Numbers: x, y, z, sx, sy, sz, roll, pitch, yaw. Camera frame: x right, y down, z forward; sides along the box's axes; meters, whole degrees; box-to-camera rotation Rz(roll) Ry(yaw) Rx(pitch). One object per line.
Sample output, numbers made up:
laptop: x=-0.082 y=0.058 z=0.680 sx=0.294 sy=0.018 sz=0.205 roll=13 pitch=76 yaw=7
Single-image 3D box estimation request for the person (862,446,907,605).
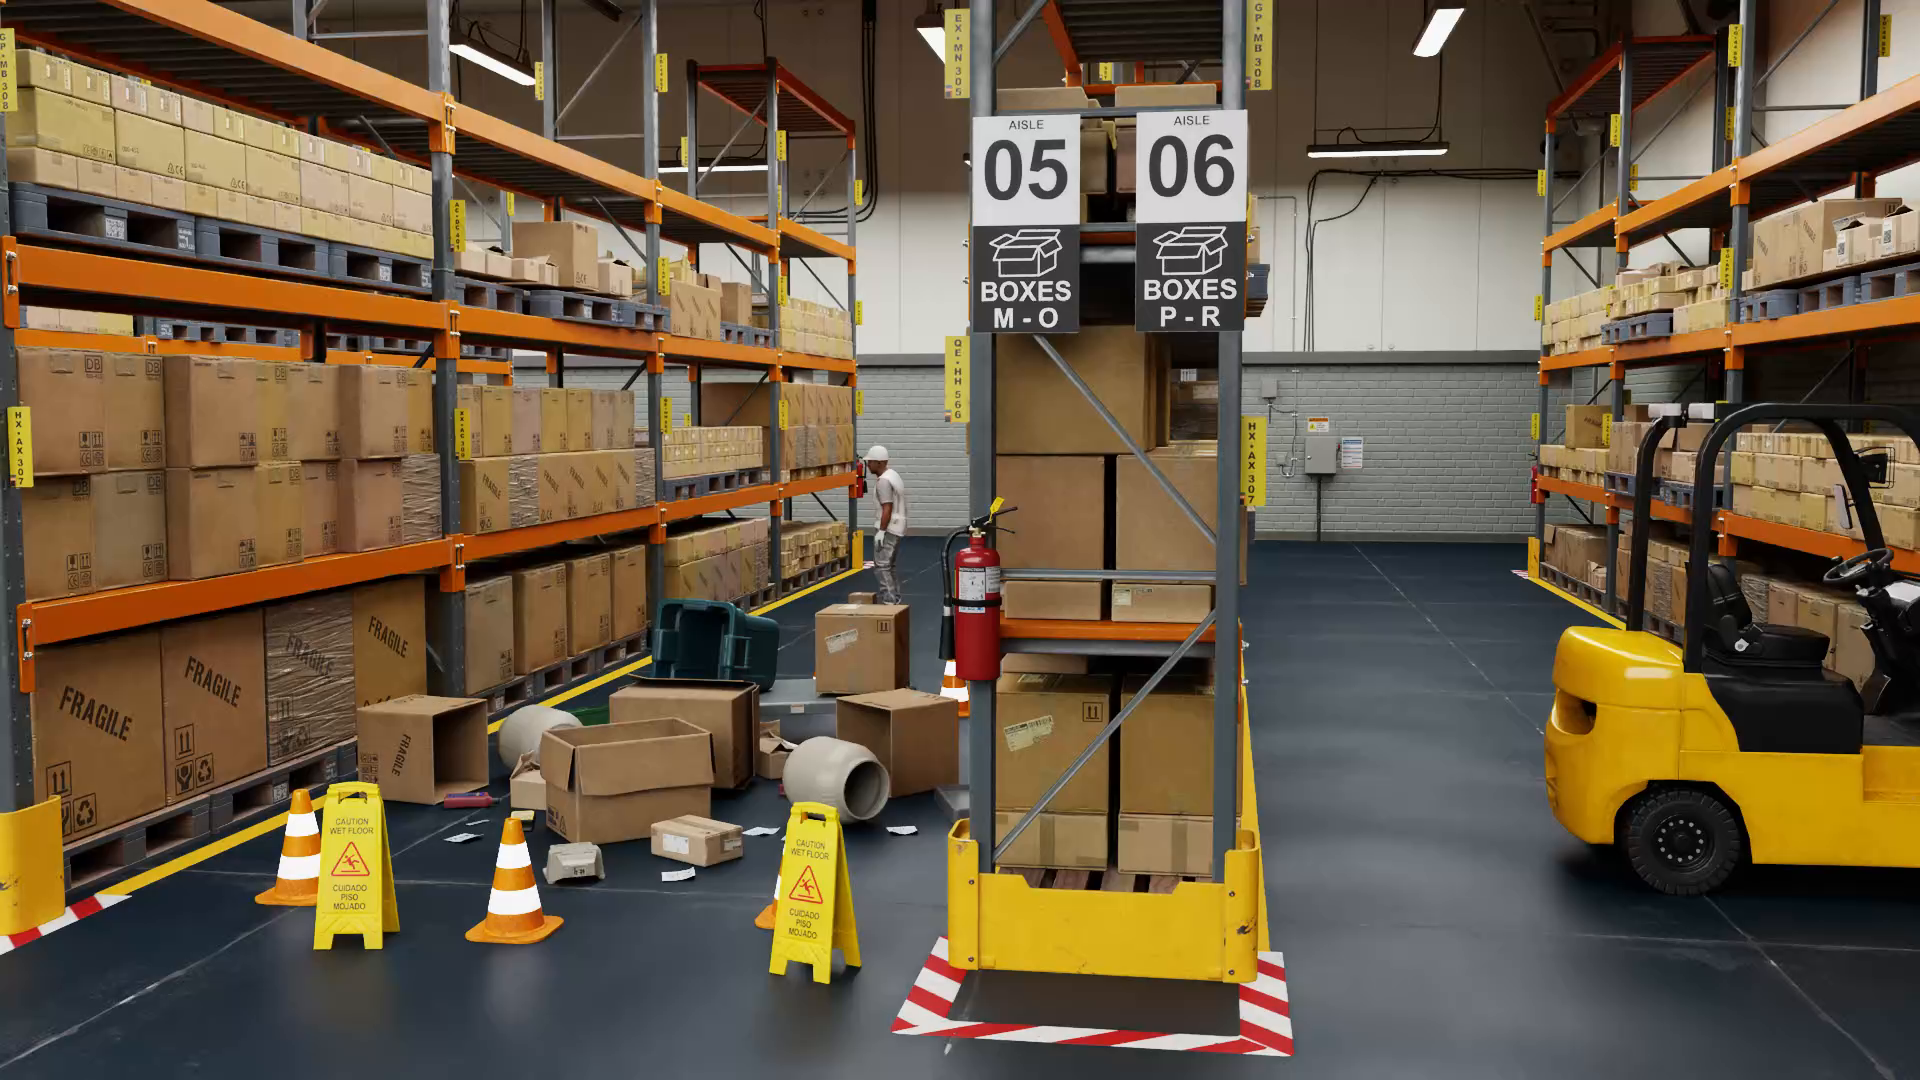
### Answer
person: x=-0.770 y=-0.077 z=17.012 sx=0.452 sy=1.773 sz=0.625 roll=0 pitch=4 yaw=5
